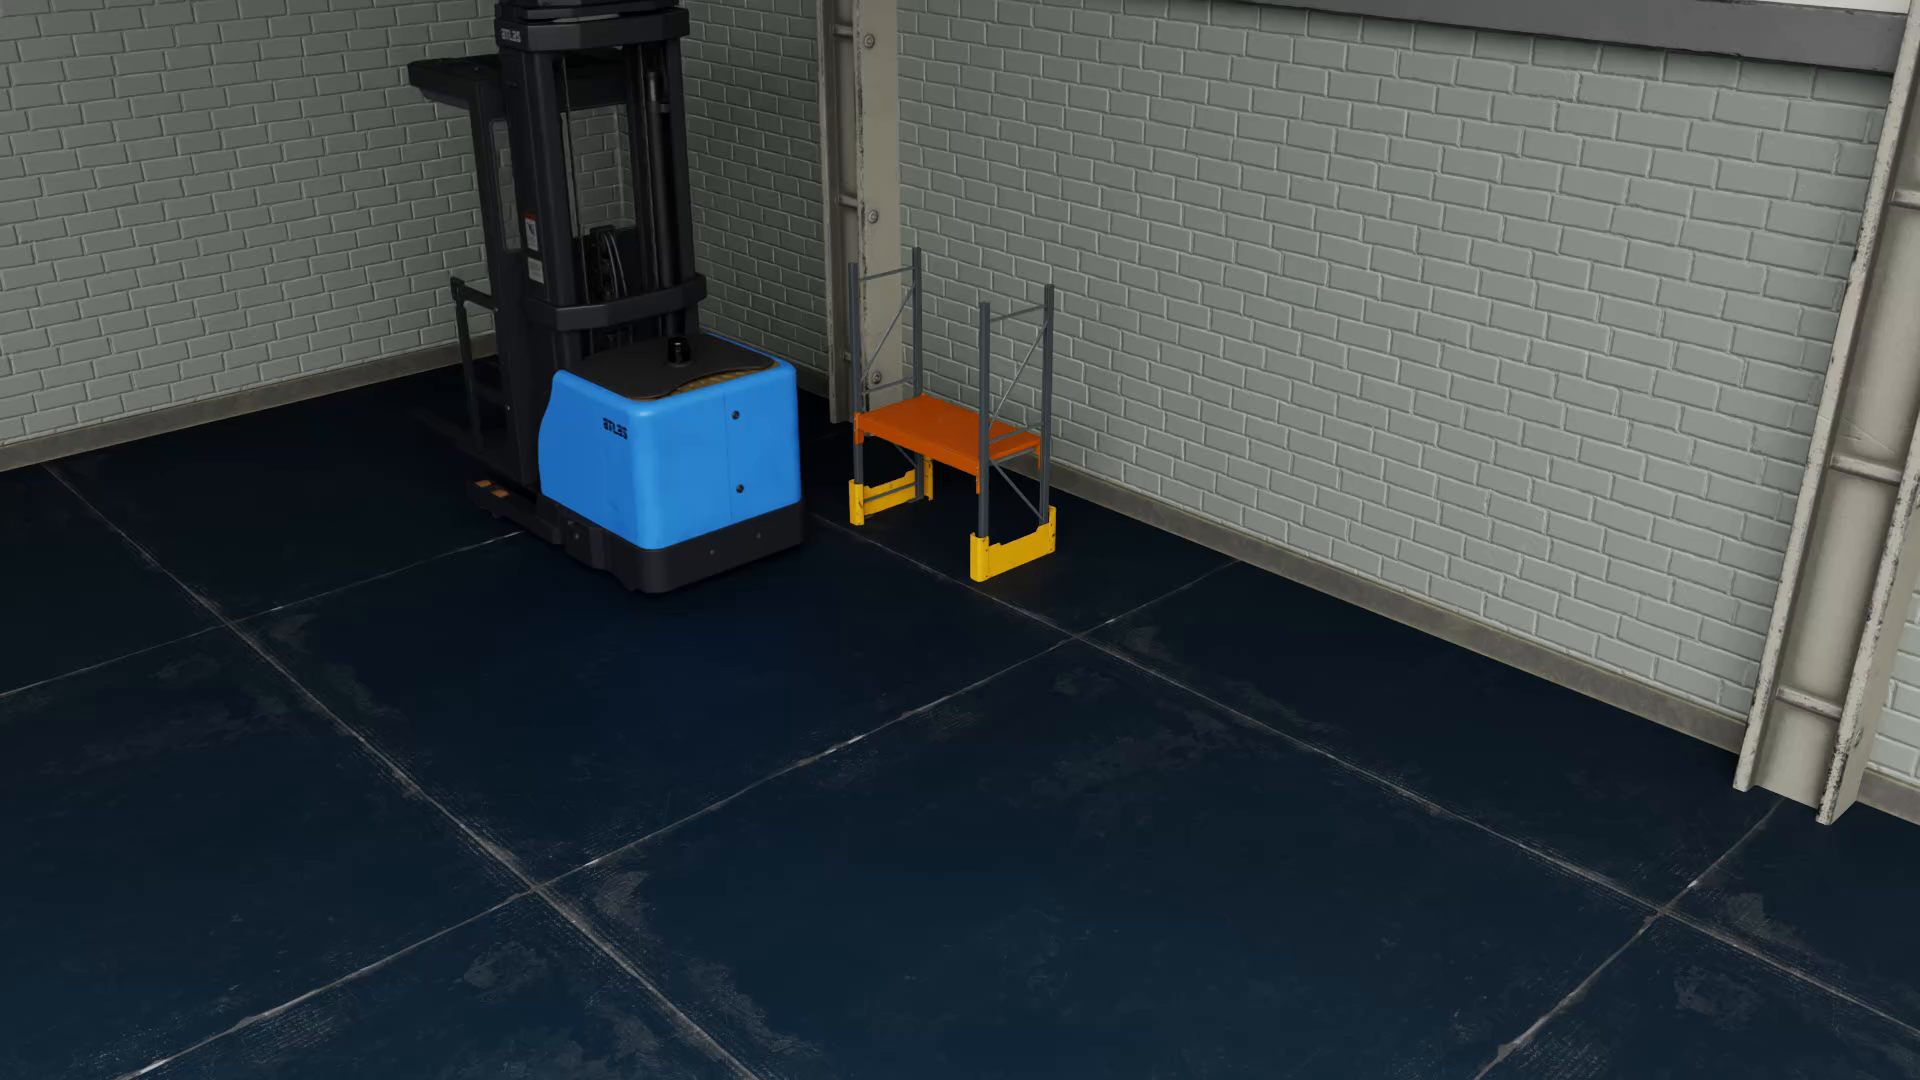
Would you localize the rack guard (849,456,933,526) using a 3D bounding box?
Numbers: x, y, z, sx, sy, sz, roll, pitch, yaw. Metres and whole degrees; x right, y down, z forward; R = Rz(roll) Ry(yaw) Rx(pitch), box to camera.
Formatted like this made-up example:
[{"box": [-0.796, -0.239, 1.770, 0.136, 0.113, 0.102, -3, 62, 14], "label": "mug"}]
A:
[{"box": [-0.392, -0.288, 9.579, 0.587, 0.250, 0.087, -21, 32, -38], "label": "rack guard"}]

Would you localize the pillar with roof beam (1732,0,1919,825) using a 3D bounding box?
[{"box": [0.345, -1.821, 2.400, 9.100, 9.000, 0.400, -21, 32, -38], "label": "pillar with roof beam"}]

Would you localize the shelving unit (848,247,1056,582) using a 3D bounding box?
[{"box": [-0.052, -0.705, 8.989, 0.587, 1.500, 1.083, -21, 32, -38], "label": "shelving unit"}]

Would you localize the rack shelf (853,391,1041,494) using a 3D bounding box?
[{"box": [-0.058, -0.545, 9.070, 0.538, 0.185, 1.000, -21, 32, -38], "label": "rack shelf"}]

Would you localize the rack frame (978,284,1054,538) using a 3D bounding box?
[{"box": [0.289, -0.554, 8.658, 0.500, 1.500, 0.032, -21, 32, -38], "label": "rack frame"}]

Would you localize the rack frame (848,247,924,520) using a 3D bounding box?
[{"box": [-0.406, -0.862, 9.333, 0.500, 1.500, 0.032, -21, 32, -38], "label": "rack frame"}]

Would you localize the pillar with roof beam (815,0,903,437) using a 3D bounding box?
[{"box": [-3.756, -3.639, 6.385, 9.100, 9.000, 0.400, -21, 32, -38], "label": "pillar with roof beam"}]

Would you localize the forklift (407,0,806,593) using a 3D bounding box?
[{"box": [-2.213, -1.585, 9.193, 1.130, 2.935, 3.031, -21, 32, -38], "label": "forklift"}]

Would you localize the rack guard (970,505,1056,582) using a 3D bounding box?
[{"box": [0.288, 0.014, 8.918, 0.587, 0.250, 0.087, -21, 32, -38], "label": "rack guard"}]
